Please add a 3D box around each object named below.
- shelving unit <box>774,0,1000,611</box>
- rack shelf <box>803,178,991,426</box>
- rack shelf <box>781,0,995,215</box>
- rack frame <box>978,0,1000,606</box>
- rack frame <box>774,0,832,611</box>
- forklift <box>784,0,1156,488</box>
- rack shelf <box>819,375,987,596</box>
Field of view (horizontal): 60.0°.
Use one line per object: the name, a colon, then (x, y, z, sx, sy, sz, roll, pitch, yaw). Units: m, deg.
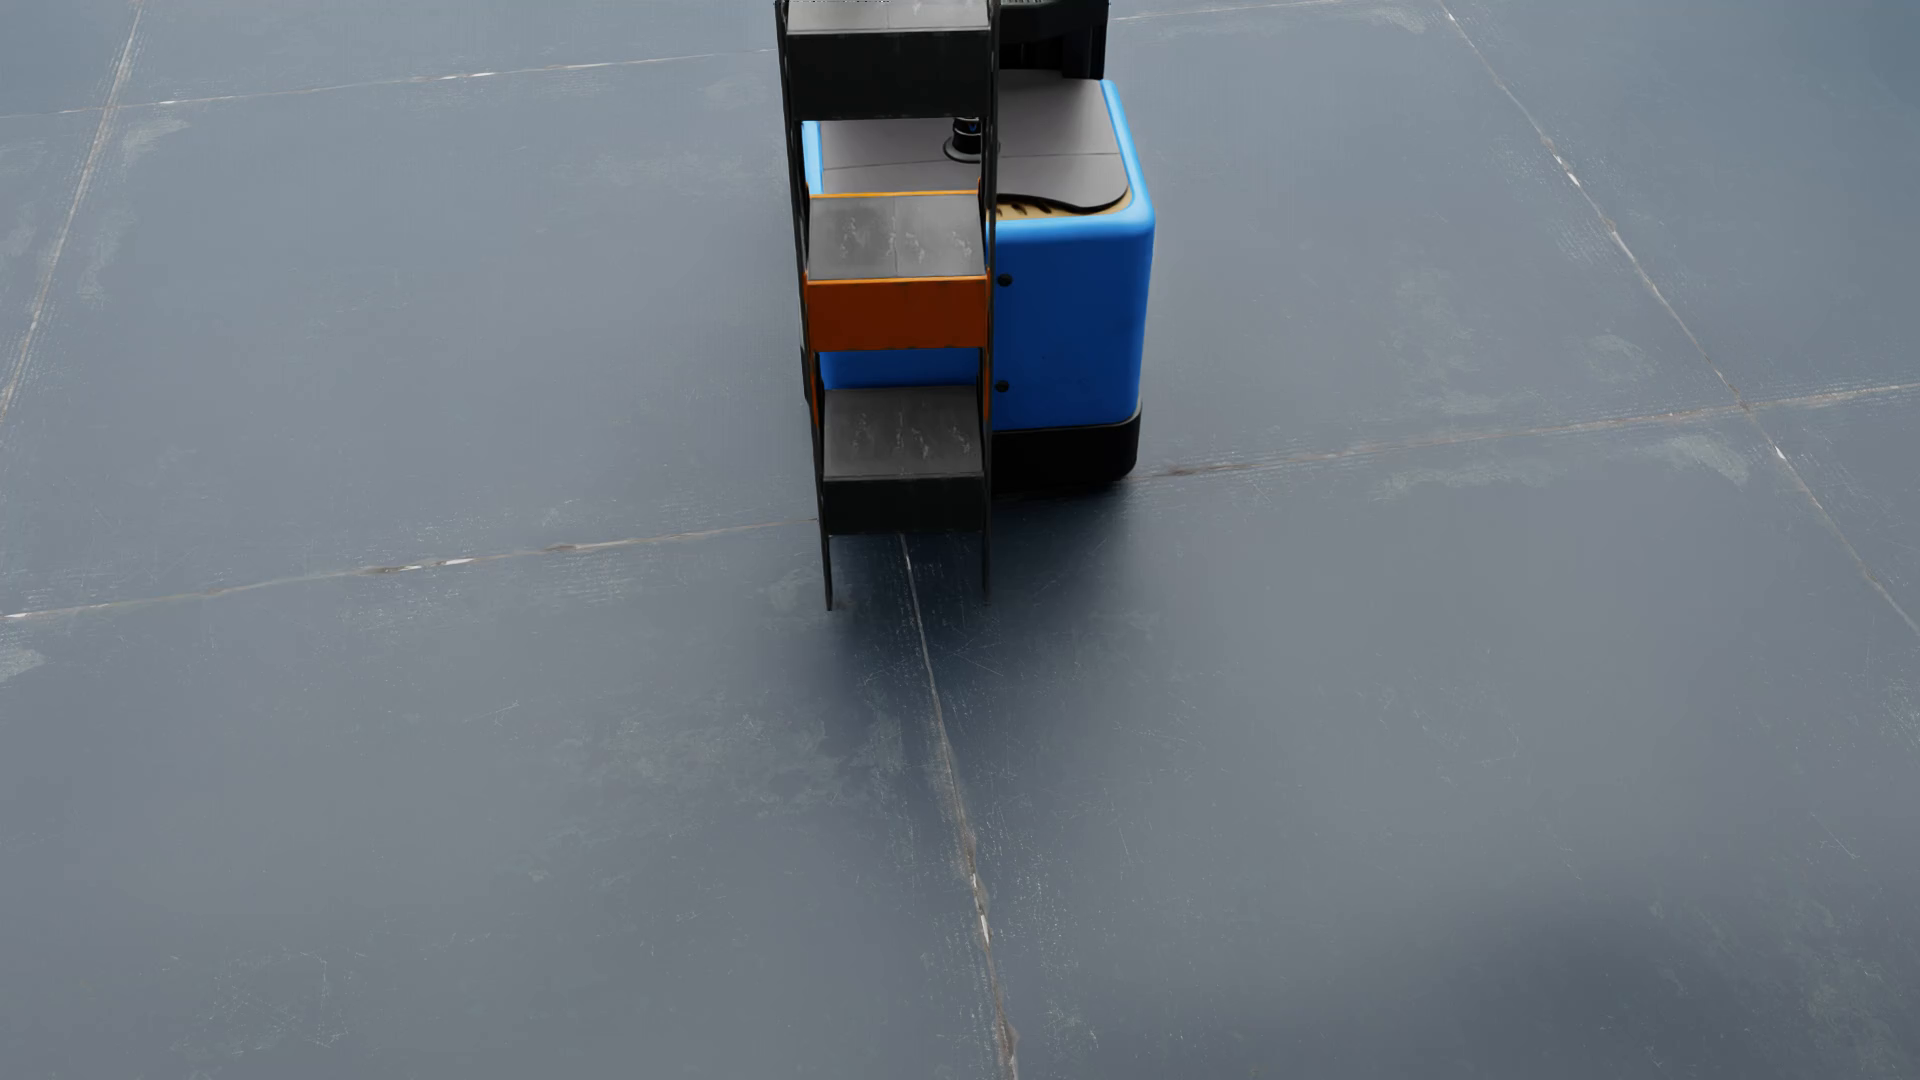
shelving unit: (-0.171, -0.660, 4.551, 0.503, 2.100, 0.431, -2, 46, -2)
rack shelf: (-0.171, -0.650, 4.560, 0.480, 0.518, 0.431, -2, 46, -2)
rack shelf: (-0.171, -1.136, 4.056, 0.480, 0.518, 0.431, -2, 46, -2)
rack frame: (0.073, -0.668, 4.559, 0.015, 2.100, 0.400, -2, 46, -2)
rack frame: (-0.415, -0.651, 4.542, 0.015, 2.100, 0.400, -2, 46, -2)
forklift: (-0.071, -2.221, 5.478, 1.130, 2.935, 3.031, -4, 46, -4)
rack shelf: (-0.171, -0.165, 5.065, 0.480, 0.518, 0.431, -2, 46, -2)
